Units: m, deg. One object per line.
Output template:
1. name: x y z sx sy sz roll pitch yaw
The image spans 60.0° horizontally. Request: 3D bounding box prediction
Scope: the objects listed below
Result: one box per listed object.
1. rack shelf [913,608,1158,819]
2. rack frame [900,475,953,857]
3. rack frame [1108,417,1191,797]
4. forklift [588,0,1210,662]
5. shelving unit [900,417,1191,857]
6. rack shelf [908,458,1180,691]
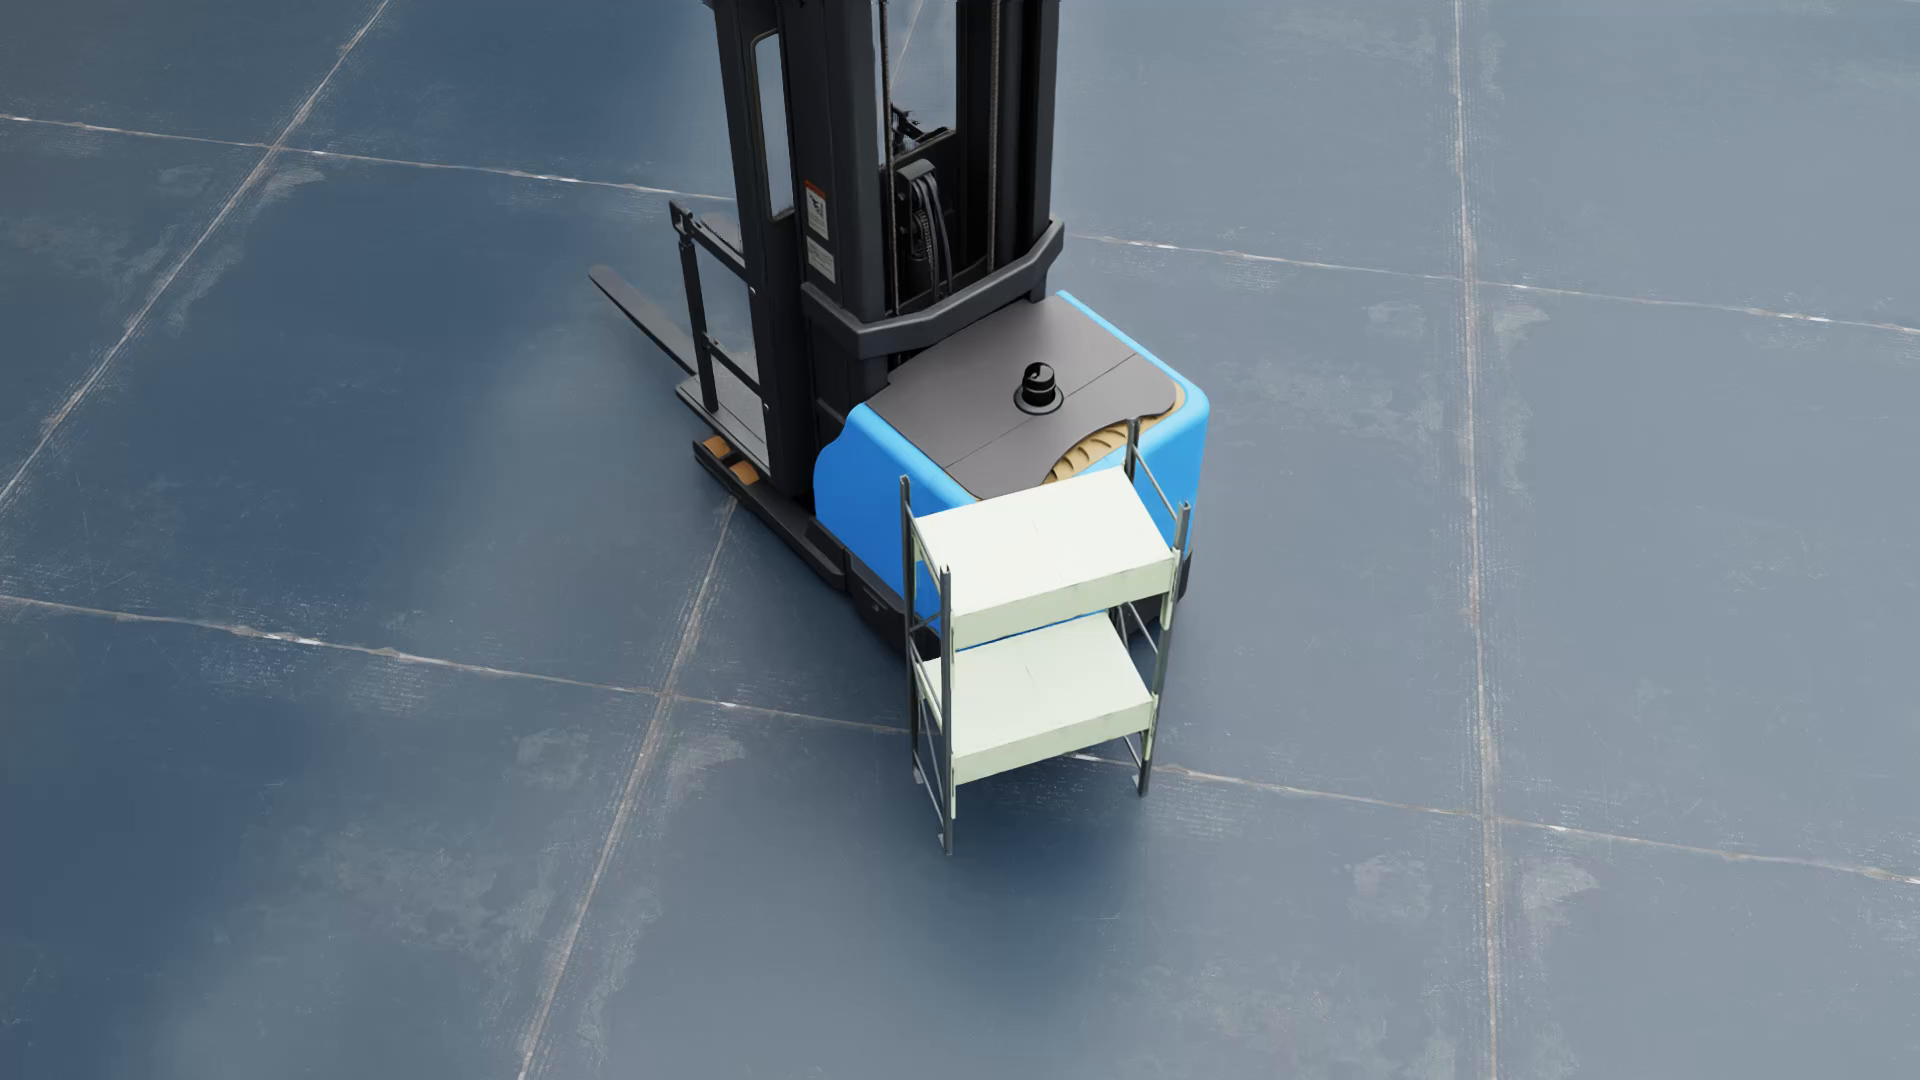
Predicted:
1. rack shelf: 0.243 0.578 5.632 0.720 0.370 0.431 -15 50 -13
2. rack frame: -0.102 0.451 5.308 0.023 1.500 0.400 -15 50 -13
3. rack frame: 0.589 0.270 5.471 0.023 1.500 0.400 -15 50 -13
4. forklift: -0.455 -1.358 5.971 1.130 2.935 3.031 -32 56 -26
5. shelving unit: 0.243 0.360 5.389 0.755 1.500 0.431 -15 50 -13
6. rack shelf: 0.244 0.100 5.098 0.720 0.370 0.431 -15 50 -13
